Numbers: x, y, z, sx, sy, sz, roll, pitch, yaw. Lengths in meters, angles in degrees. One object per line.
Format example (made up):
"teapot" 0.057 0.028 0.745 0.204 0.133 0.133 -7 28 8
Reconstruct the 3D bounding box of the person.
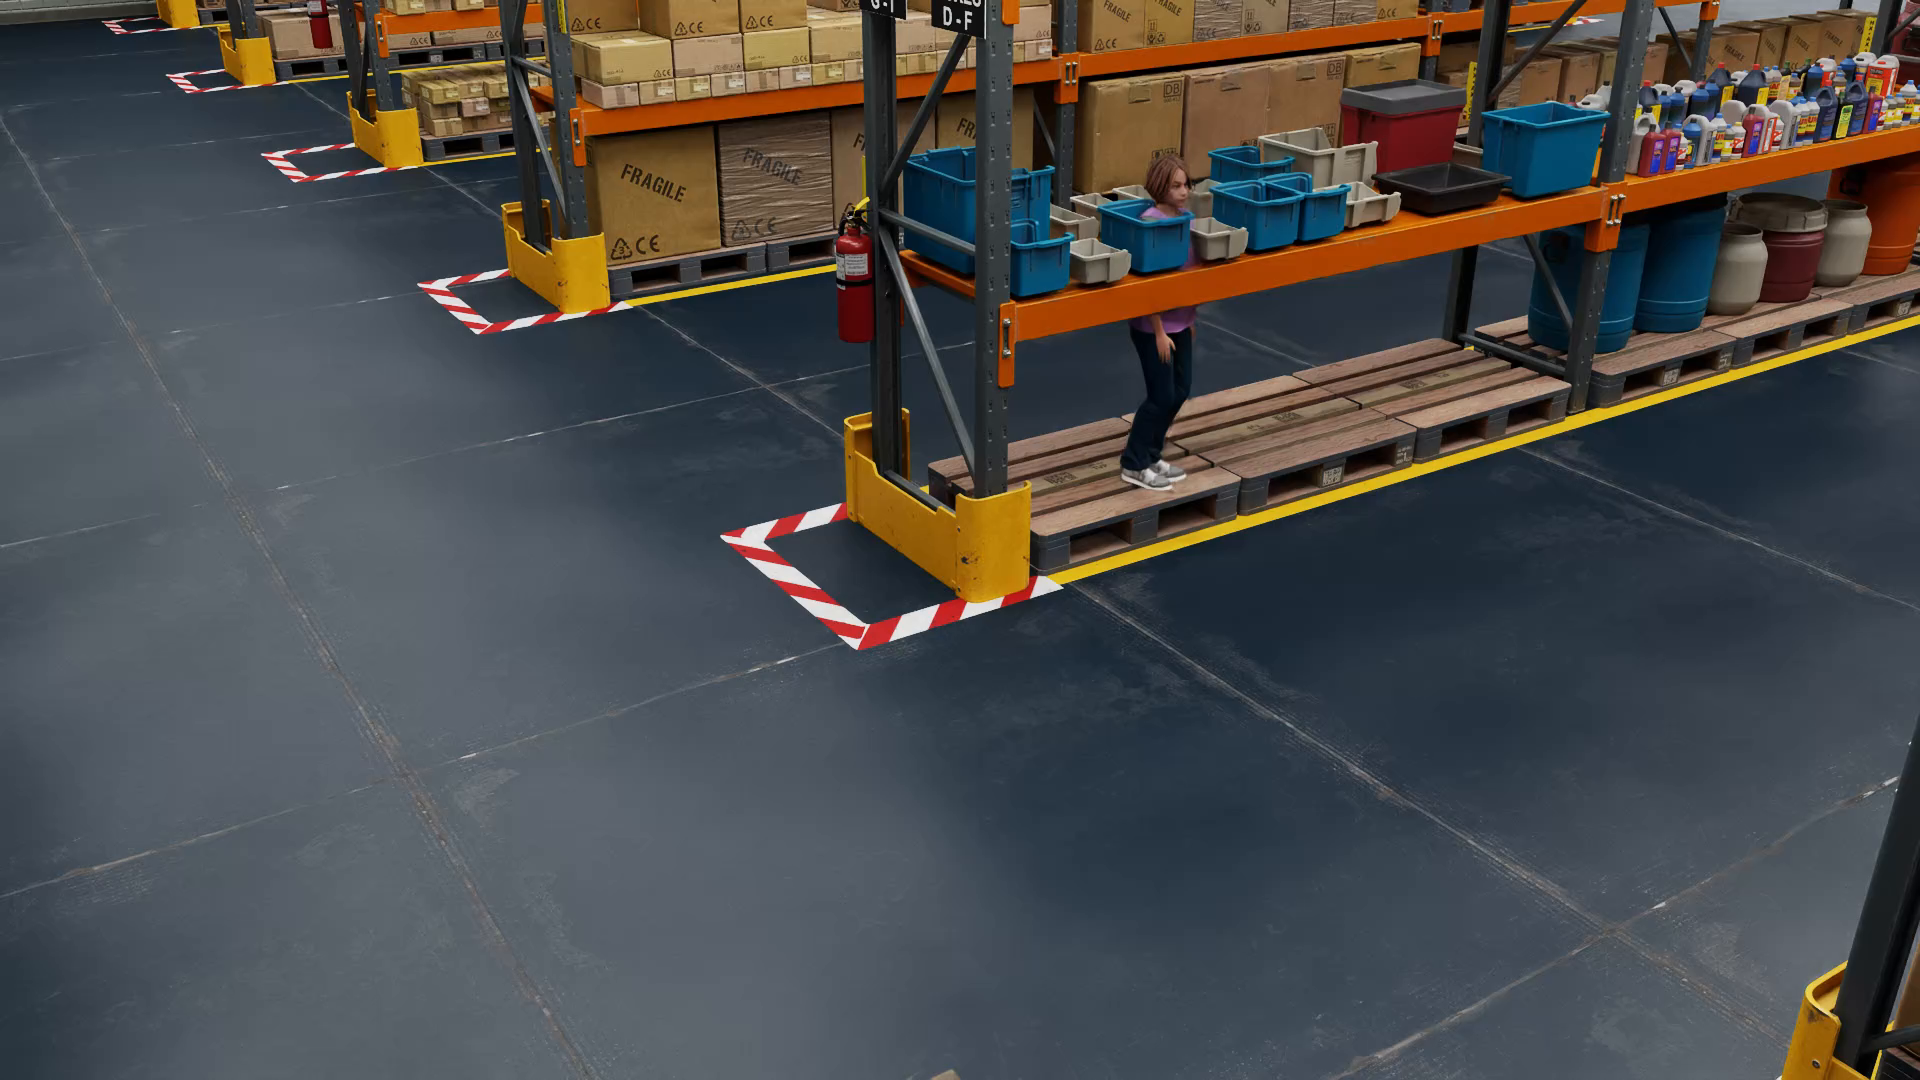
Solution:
"person" 0.947 -1.000 7.766 0.310 1.581 0.431 15 29 29
